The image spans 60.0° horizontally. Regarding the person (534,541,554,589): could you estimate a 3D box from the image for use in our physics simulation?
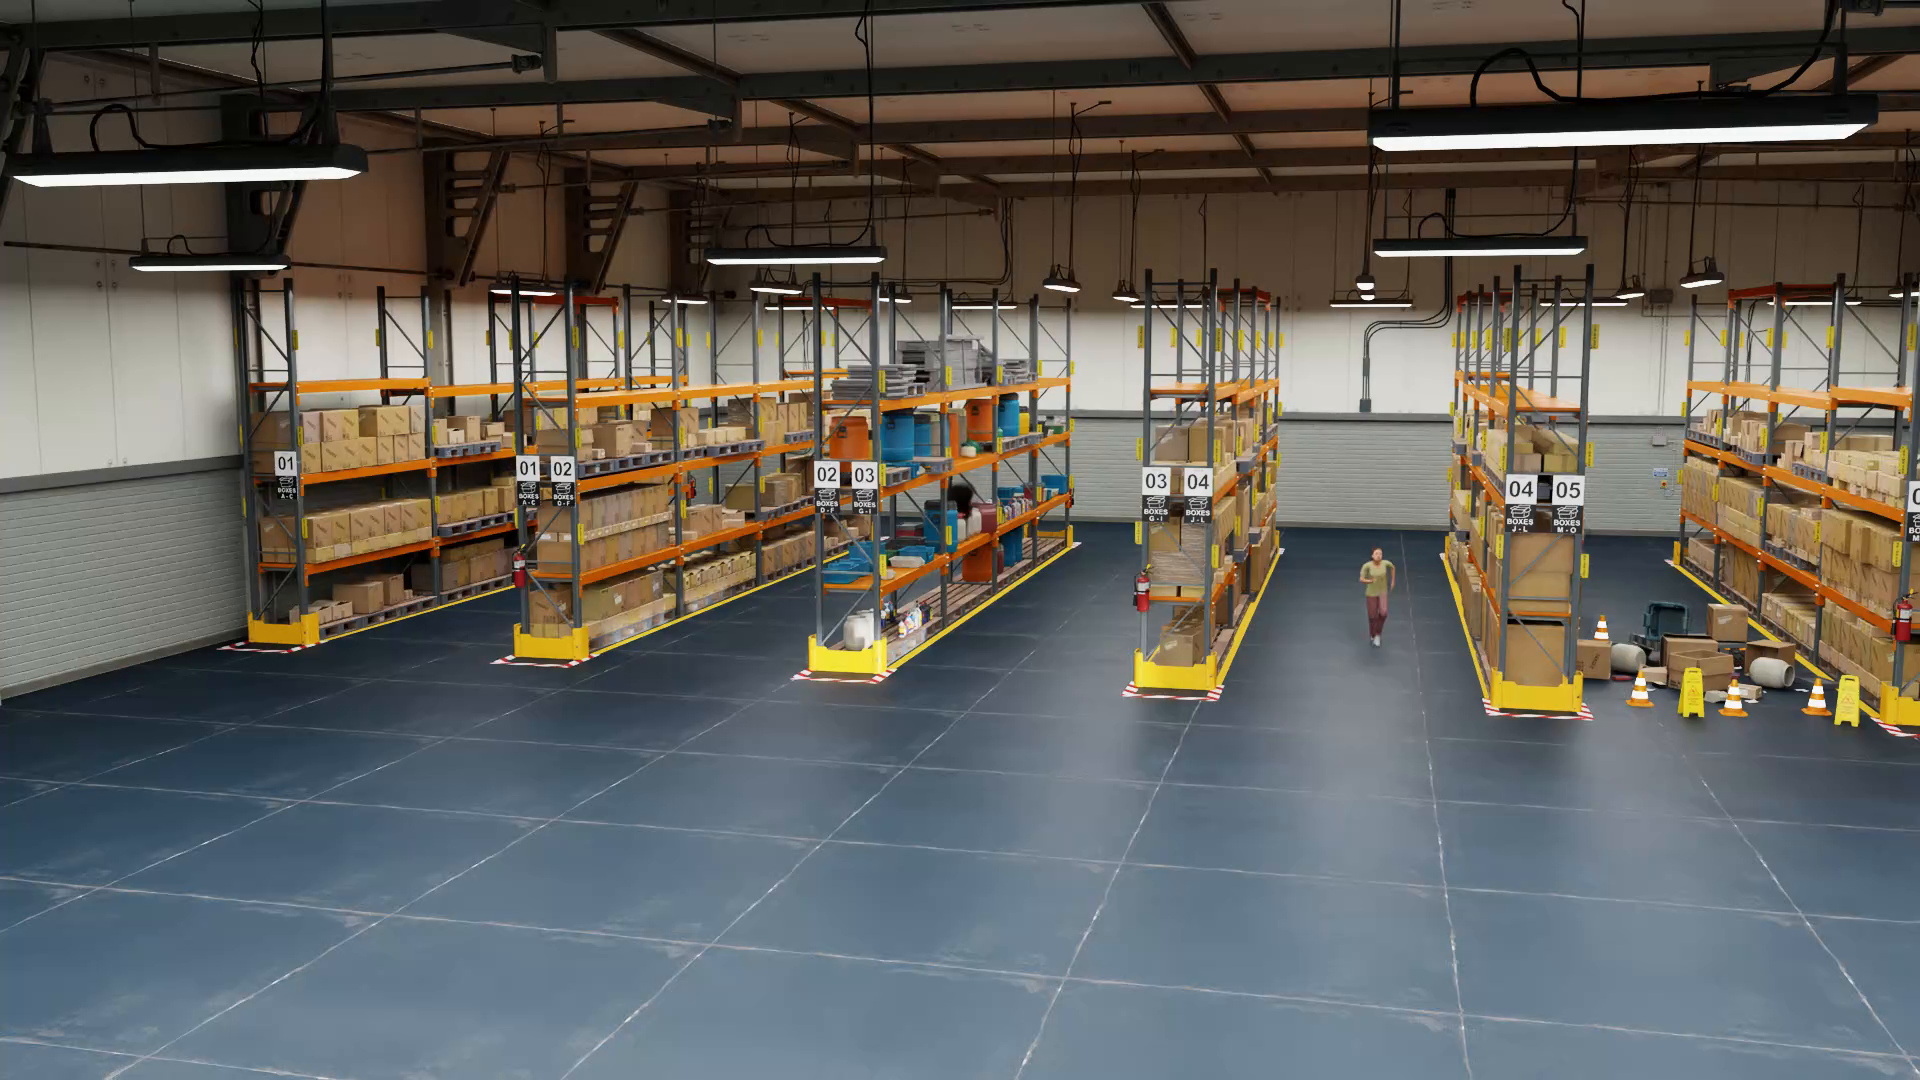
[{"bbox_3d":[-7.759,0.424,31.432,0.581,1.730,0.737,1,7,10],"label":"person"}]

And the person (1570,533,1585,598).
[{"bbox_3d":[11.527,0.345,31.581,0.658,1.758,0.790,0,7,3],"label":"person"}]

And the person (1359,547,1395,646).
[{"bbox_3d":[6.830,0.910,27.235,0.606,1.640,0.773,1,7,5],"label":"person"}]
